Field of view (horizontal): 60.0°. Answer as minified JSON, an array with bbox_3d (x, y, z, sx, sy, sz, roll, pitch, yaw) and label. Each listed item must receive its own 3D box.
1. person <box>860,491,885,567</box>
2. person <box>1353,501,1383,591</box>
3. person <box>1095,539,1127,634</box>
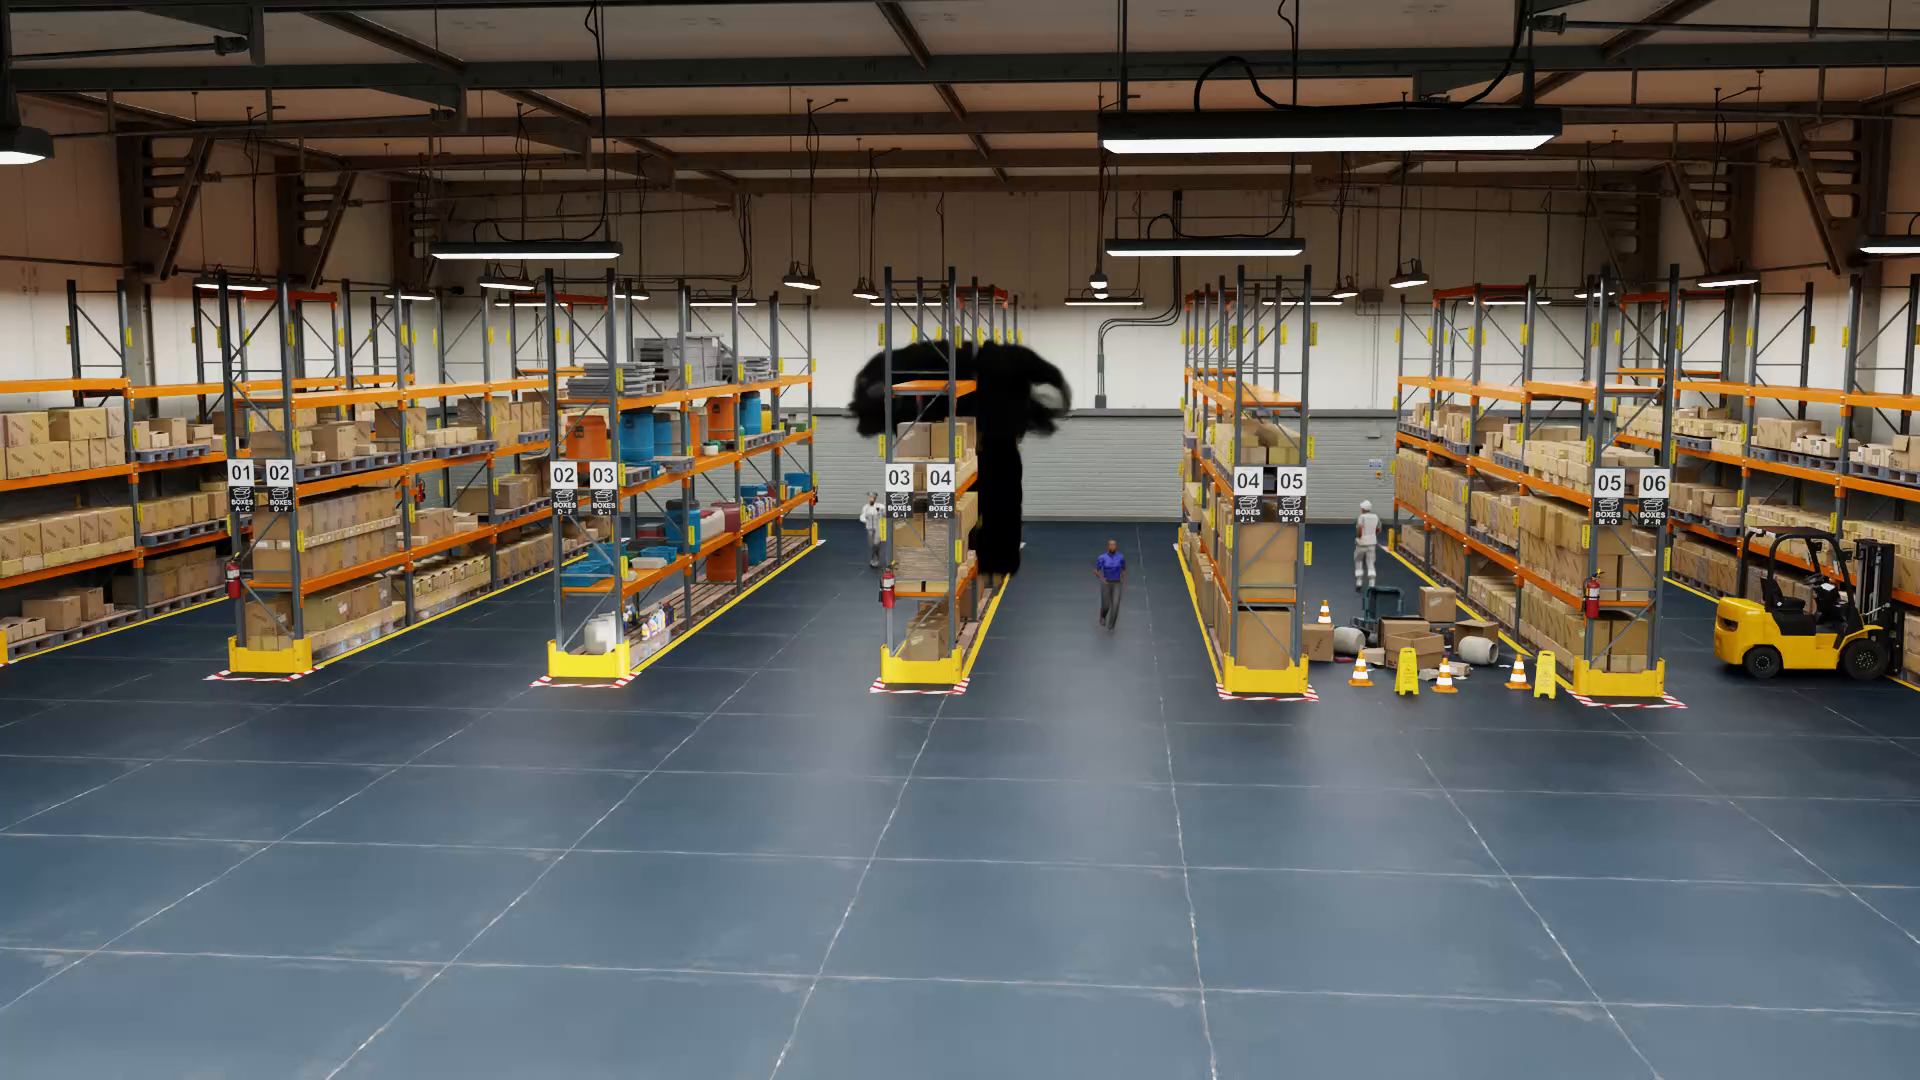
[{"bbox_3d":[-1.853,-0.241,36.235,0.625,1.659,0.822,1,7,11],"label":"person"},{"bbox_3d":[8.030,0.153,32.738,0.616,1.851,0.792,-1,7,-8],"label":"person"},{"bbox_3d":[2.569,0.780,28.236,0.563,1.609,0.588,-1,7,-5],"label":"person"}]
